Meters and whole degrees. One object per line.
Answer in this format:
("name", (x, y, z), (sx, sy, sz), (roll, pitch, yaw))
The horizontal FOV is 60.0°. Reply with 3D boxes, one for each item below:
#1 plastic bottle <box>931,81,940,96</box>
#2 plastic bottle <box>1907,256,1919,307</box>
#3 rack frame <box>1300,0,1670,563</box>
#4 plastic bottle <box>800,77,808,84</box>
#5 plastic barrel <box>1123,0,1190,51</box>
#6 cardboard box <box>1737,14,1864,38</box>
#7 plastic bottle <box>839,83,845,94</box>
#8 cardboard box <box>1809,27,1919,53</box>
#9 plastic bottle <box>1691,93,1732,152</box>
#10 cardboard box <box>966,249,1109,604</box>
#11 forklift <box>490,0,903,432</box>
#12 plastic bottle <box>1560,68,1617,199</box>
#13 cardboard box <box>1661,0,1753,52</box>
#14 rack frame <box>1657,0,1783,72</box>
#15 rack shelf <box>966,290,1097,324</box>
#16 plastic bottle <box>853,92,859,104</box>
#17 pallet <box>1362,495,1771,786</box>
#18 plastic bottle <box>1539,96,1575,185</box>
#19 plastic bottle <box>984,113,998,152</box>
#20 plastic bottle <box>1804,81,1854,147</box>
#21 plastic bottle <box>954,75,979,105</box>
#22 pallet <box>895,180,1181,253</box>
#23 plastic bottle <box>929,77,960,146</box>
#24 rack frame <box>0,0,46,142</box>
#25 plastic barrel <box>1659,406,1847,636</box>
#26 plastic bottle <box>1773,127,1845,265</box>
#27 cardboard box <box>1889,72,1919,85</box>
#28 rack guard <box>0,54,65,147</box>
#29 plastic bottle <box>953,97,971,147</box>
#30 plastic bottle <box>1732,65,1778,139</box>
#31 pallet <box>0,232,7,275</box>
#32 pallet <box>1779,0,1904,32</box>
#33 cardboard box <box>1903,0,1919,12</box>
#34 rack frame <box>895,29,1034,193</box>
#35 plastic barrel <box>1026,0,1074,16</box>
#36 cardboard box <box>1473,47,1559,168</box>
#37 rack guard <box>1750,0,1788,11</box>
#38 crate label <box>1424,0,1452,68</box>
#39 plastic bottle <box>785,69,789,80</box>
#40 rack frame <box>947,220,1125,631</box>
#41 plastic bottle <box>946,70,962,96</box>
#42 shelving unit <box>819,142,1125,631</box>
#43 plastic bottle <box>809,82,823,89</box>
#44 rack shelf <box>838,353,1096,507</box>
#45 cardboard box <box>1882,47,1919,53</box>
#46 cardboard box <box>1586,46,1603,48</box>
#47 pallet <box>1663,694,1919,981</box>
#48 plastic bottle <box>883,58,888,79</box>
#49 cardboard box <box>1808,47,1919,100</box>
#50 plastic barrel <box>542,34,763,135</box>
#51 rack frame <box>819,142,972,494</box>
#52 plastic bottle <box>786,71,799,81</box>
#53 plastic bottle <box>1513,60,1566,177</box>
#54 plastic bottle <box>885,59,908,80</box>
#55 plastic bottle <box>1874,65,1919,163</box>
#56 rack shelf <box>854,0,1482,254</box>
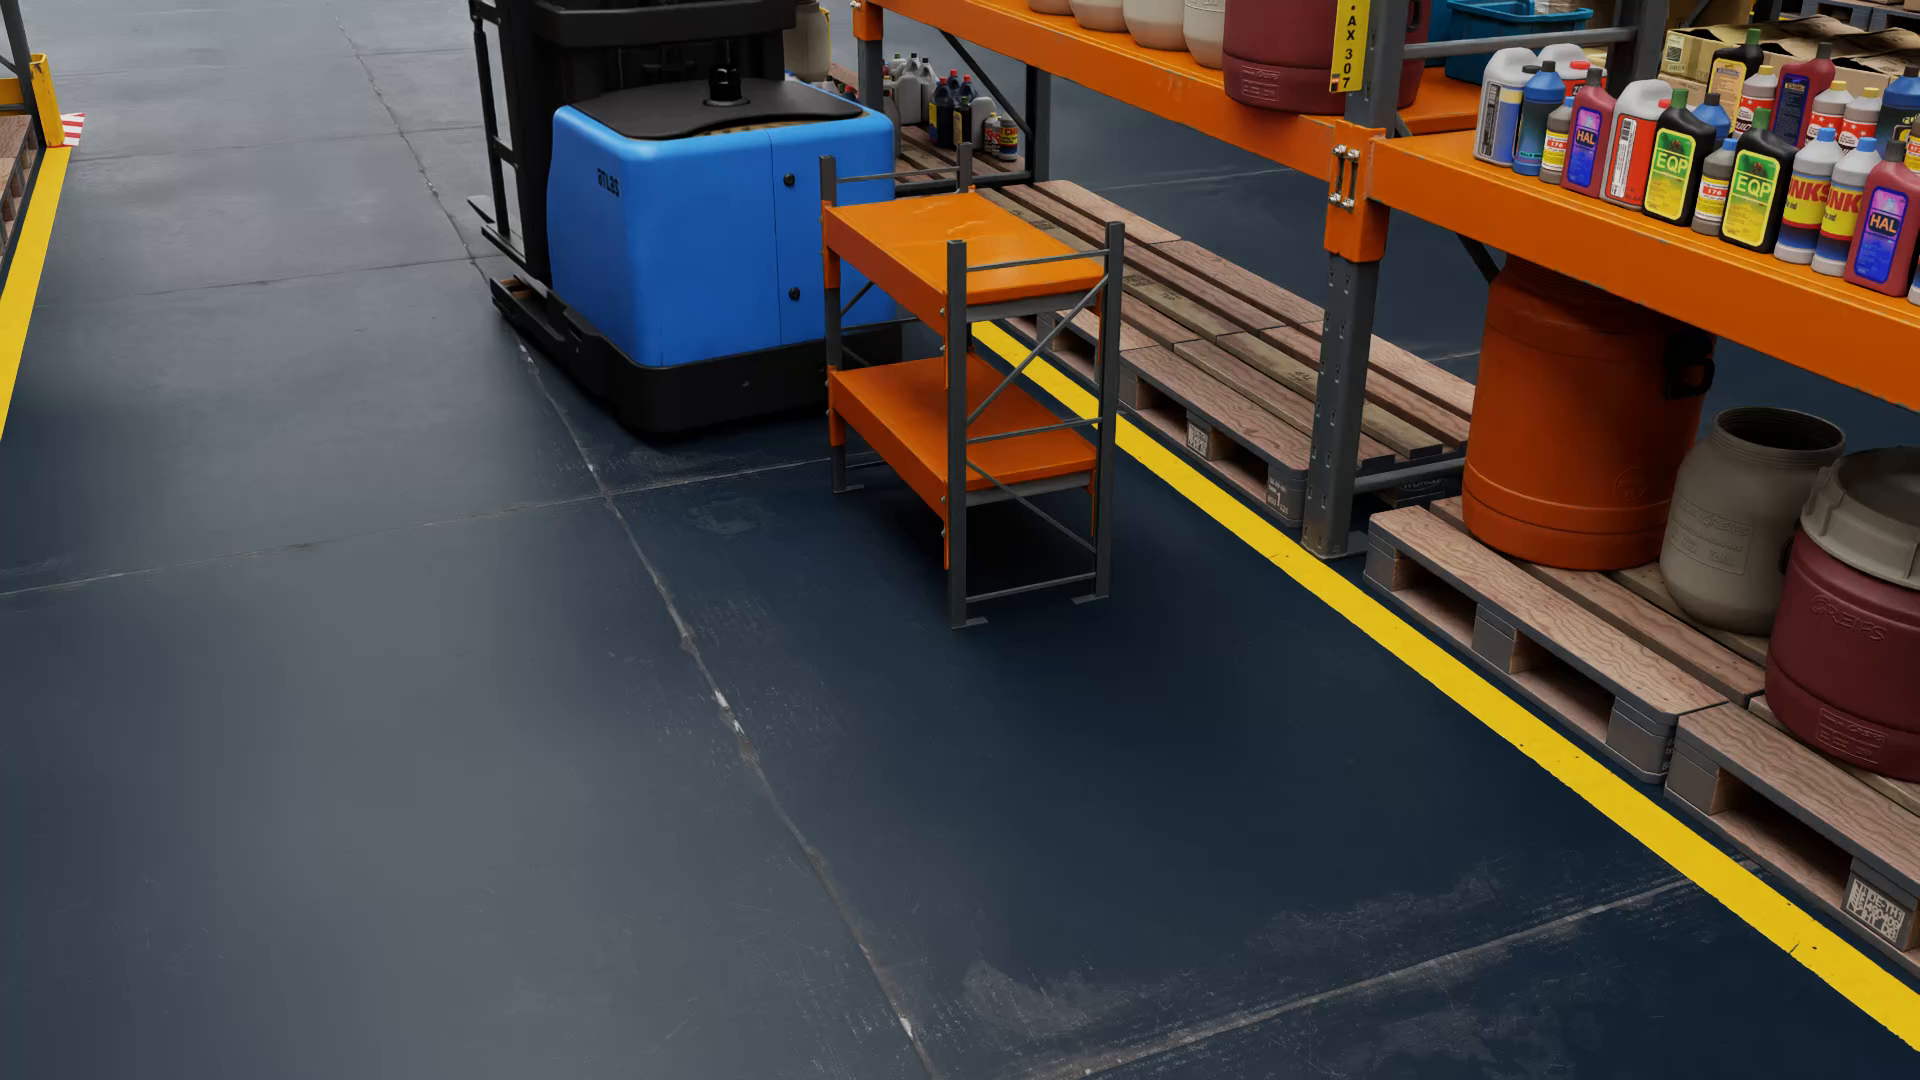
("plastic bottle", (-0.119, -2.500, 9.560), (0.097, 0.271, 0.097), (0, 26, 0))
("plastic bottle", (1.893, -0.582, 3.169), (0.097, 0.271, 0.097), (0, 26, 0))
("rack frame", (1.548, -1.387, 4.673), (1.000, 3.000, 0.127), (-11, 28, -21))
("plastic bottle", (-0.909, -2.543, 9.647), (0.097, 0.271, 0.097), (0, 26, 0))
("plastic barrel", (0.784, -1.986, 5.772), (0.421, 0.512, 0.421), (0, 26, 0))
("cardboard box", (4.963, -2.943, 9.874), (0.500, 0.311, 0.500), (-11, 28, -21))
("plastic bottle", (-0.653, -2.426, 9.394), (0.061, 0.283, 0.133), (-11, 28, -21))
("cardboard box", (5.173, -2.734, 9.446), (0.500, 0.311, 0.500), (-10, 28, -19))
("plastic bottle", (1.678, -0.871, 3.763), (0.097, 0.271, 0.097), (0, 26, 0))
("cardboard box", (0.200, -0.297, 4.577), (0.475, 0.981, 0.035), (-12, 28, -23))
("forklift", (-2.061, -10.789, 24.108), (19.219, 2.843, 37.447), (-14, 29, -26))
("plastic bottle", (1.507, -0.964, 3.939), (0.061, 0.283, 0.133), (-11, 28, -21))
("cardboard box", (4.647, -3.383, 10.560), (0.500, 0.500, 0.500), (-11, 28, -21))
("rack frame", (4.541, -3.852, 9.720), (1.000, 3.000, 0.127), (-11, 28, -21))
("rack shelf", (0.003, -0.814, 4.846), (0.416, 0.054, 0.922), (-11, 28, -21))
("plastic bottle", (-0.536, -2.220, 8.896), (0.144, 0.351, 0.185), (-11, 28, -22))
("pallet", (1.895, 0.177, 4.647), (1.003, 0.211, 1.213), (-11, 28, -21))
("plastic bottle", (1.479, -0.977, 4.059), (0.097, 0.201, 0.097), (0, 26, 0))
("plastic bottle", (0.181, -2.228, 9.083), (0.097, 0.201, 0.097), (0, 26, 0))
("plastic bottle", (2.218, -1.065, 4.239), (0.097, 0.201, 0.097), (0, 26, 0))
("plastic bottle", (0.047, -2.407, 9.278), (0.144, 0.351, 0.185), (-10, 28, -19))
("pallet", (0.325, -1.439, 7.956), (1.003, 0.211, 1.213), (-11, 28, -21))
("plastic bottle", (-0.085, -2.382, 9.227), (0.144, 0.351, 0.185), (-11, 28, -21))
("rack frame", (-6.142, -3.766, 9.544), (1.000, 3.000, 0.127), (-11, 28, -21))
("plastic barrel", (2.059, -0.051, 4.292), (0.421, 0.512, 0.421), (0, 26, 0))
("plastic bottle", (2.178, -0.287, 2.566), (0.097, 0.271, 2.212), (-11, 28, -21))
("cardboard box", (5.077, -2.227, 8.408), (0.500, 0.311, 0.500), (-10, 28, -19))
("rack guard", (-6.112, -2.612, 10.030), (1.175, 0.500, 0.348), (-11, 28, -21))
("plastic bottle", (0.011, -2.290, 9.117), (0.061, 0.283, 0.133), (-11, 28, -21))
("plastic bottle", (2.128, -1.158, 4.430), (0.097, 0.201, 0.097), (0, 26, 0))
("pallet", (-4.871, -1.163, 7.392), (1.003, 0.211, 1.213), (-11, 28, -21))
("pallet", (5.877, -1.760, 8.614), (9.879, 0.211, 12.008), (-11, 28, -21))
("cardboard box", (8.184, -4.564, 13.526), (0.700, 0.500, 0.500), (-12, 29, -24))
("rack frame", (-0.021, -3.002, 7.979), (0.949, 2.616, 0.053), (-11, 28, -21))
("plastic barrel", (0.442, -2.343, 6.475), (0.433, 0.535, 0.433), (0, 26, 0))
("cardboard box", (5.470, 0.347, 2.493), (5.886, 1.356, 7.345), (-11, 28, -21))
("rack guard", (7.561, -5.165, 15.259), (1.175, 0.500, 0.348), (-11, 28, -21))
("crate label", (1.408, -1.851, 5.582), (0.502, 0.435, 0.616), (-11, 28, -21))
("plastic bottle", (-1.027, -2.665, 9.897), (0.097, 0.271, 0.097), (0, 26, 0))
("rack frame", (0.202, -0.298, 4.577), (0.500, 1.125, 0.032), (-11, 28, -21))
("plastic bottle", (-0.026, -2.483, 9.434), (0.144, 0.351, 0.185), (-12, 28, -23))
("shelving unit", (-11.214, -3.521, 5.624), (19.663, 6.000, 13.307), (-11, 28, -21))
("plastic bottle", (-0.797, -2.461, 9.474), (0.152, 0.276, 0.135), (-10, 28, -20))
("rack shelf", (0.003, -0.349, 5.073), (0.459, 0.093, 0.952), (-11, 28, -21))
("cardboard box", (5.366, -2.532, 9.033), (0.500, 0.311, 0.500), (-11, 28, -21))
("cardboard box", (3.971, -3.158, 10.955), (0.500, 0.250, 0.500), (-11, 28, -21))
("pallet", (2.369, 0.669, 3.640), (1.003, 0.211, 1.213), (-11, 28, -21))
("plastic bottle", (-0.486, -2.803, 10.167), (0.061, 0.283, 0.133), (-11, 28, -21))
("cardboard box", (4.869, -2.436, 8.836), (0.500, 0.311, 0.500), (-12, 28, -22))
("plastic barrel", (-1.106, -2.134, 6.170), (0.905, 2.708, 0.517), (-11, 28, -21))
("rack frame", (-0.196, -0.708, 5.418), (0.500, 1.125, 0.032), (-11, 28, -21))
("plastic bottle", (-0.988, -2.624, 9.815), (0.097, 0.271, 0.097), (0, 26, 0))
("plastic bottle", (1.440, -1.048, 4.124), (0.097, 0.271, 0.097), (0, 26, 0))
("plastic bottle", (-0.389, -2.818, 10.206), (0.152, 0.276, 0.135), (-10, 28, -20))
("plastic bottle", (2.294, -1.018, 4.063), (0.097, 0.271, 0.097), (0, 26, 0))
("rack shelf", (0.765, -1.872, 6.484), (1.077, 0.370, 4.000), (-11, 28, -21))
